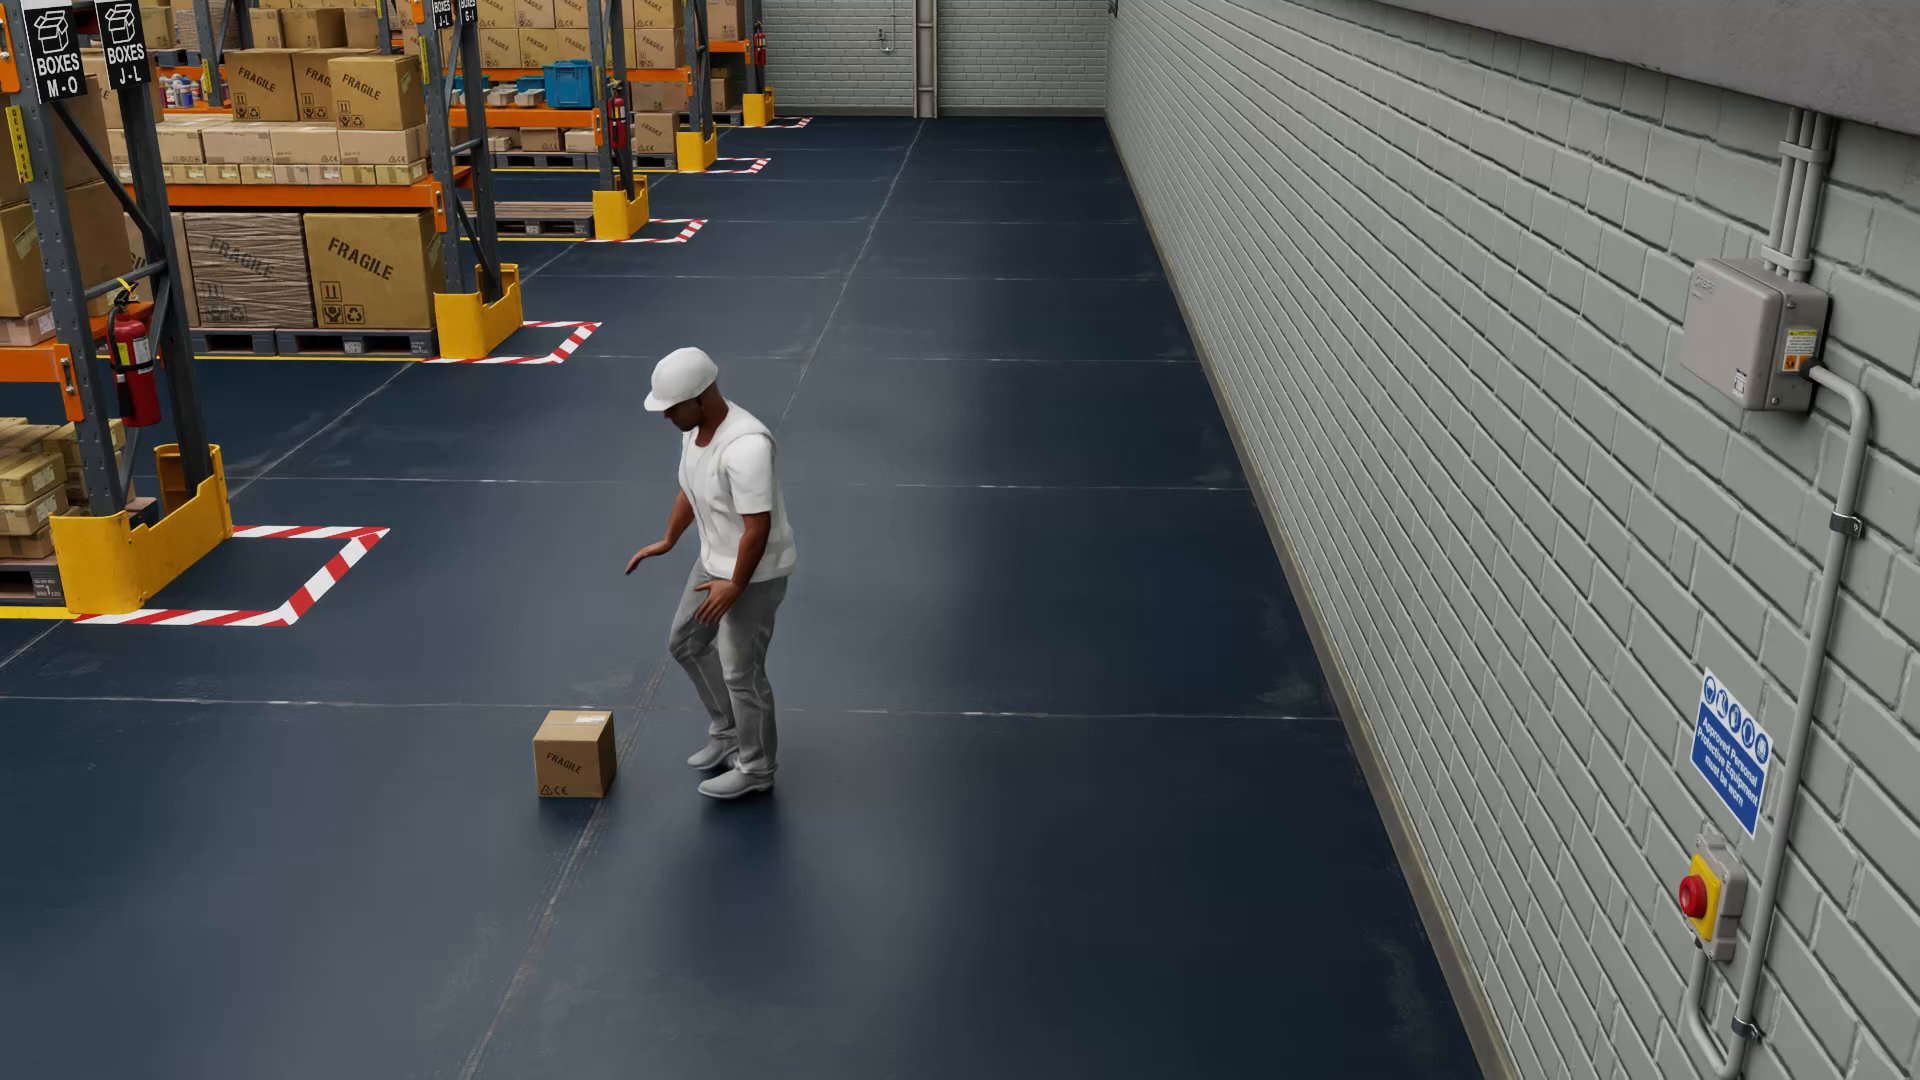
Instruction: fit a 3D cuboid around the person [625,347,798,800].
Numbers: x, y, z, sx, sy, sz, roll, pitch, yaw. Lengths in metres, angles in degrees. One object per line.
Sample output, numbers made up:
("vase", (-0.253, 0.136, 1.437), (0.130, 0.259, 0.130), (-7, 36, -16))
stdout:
("person", (-0.911, 0.146, 6.184), (0.570, 1.782, 0.589), (-11, 23, -28))
